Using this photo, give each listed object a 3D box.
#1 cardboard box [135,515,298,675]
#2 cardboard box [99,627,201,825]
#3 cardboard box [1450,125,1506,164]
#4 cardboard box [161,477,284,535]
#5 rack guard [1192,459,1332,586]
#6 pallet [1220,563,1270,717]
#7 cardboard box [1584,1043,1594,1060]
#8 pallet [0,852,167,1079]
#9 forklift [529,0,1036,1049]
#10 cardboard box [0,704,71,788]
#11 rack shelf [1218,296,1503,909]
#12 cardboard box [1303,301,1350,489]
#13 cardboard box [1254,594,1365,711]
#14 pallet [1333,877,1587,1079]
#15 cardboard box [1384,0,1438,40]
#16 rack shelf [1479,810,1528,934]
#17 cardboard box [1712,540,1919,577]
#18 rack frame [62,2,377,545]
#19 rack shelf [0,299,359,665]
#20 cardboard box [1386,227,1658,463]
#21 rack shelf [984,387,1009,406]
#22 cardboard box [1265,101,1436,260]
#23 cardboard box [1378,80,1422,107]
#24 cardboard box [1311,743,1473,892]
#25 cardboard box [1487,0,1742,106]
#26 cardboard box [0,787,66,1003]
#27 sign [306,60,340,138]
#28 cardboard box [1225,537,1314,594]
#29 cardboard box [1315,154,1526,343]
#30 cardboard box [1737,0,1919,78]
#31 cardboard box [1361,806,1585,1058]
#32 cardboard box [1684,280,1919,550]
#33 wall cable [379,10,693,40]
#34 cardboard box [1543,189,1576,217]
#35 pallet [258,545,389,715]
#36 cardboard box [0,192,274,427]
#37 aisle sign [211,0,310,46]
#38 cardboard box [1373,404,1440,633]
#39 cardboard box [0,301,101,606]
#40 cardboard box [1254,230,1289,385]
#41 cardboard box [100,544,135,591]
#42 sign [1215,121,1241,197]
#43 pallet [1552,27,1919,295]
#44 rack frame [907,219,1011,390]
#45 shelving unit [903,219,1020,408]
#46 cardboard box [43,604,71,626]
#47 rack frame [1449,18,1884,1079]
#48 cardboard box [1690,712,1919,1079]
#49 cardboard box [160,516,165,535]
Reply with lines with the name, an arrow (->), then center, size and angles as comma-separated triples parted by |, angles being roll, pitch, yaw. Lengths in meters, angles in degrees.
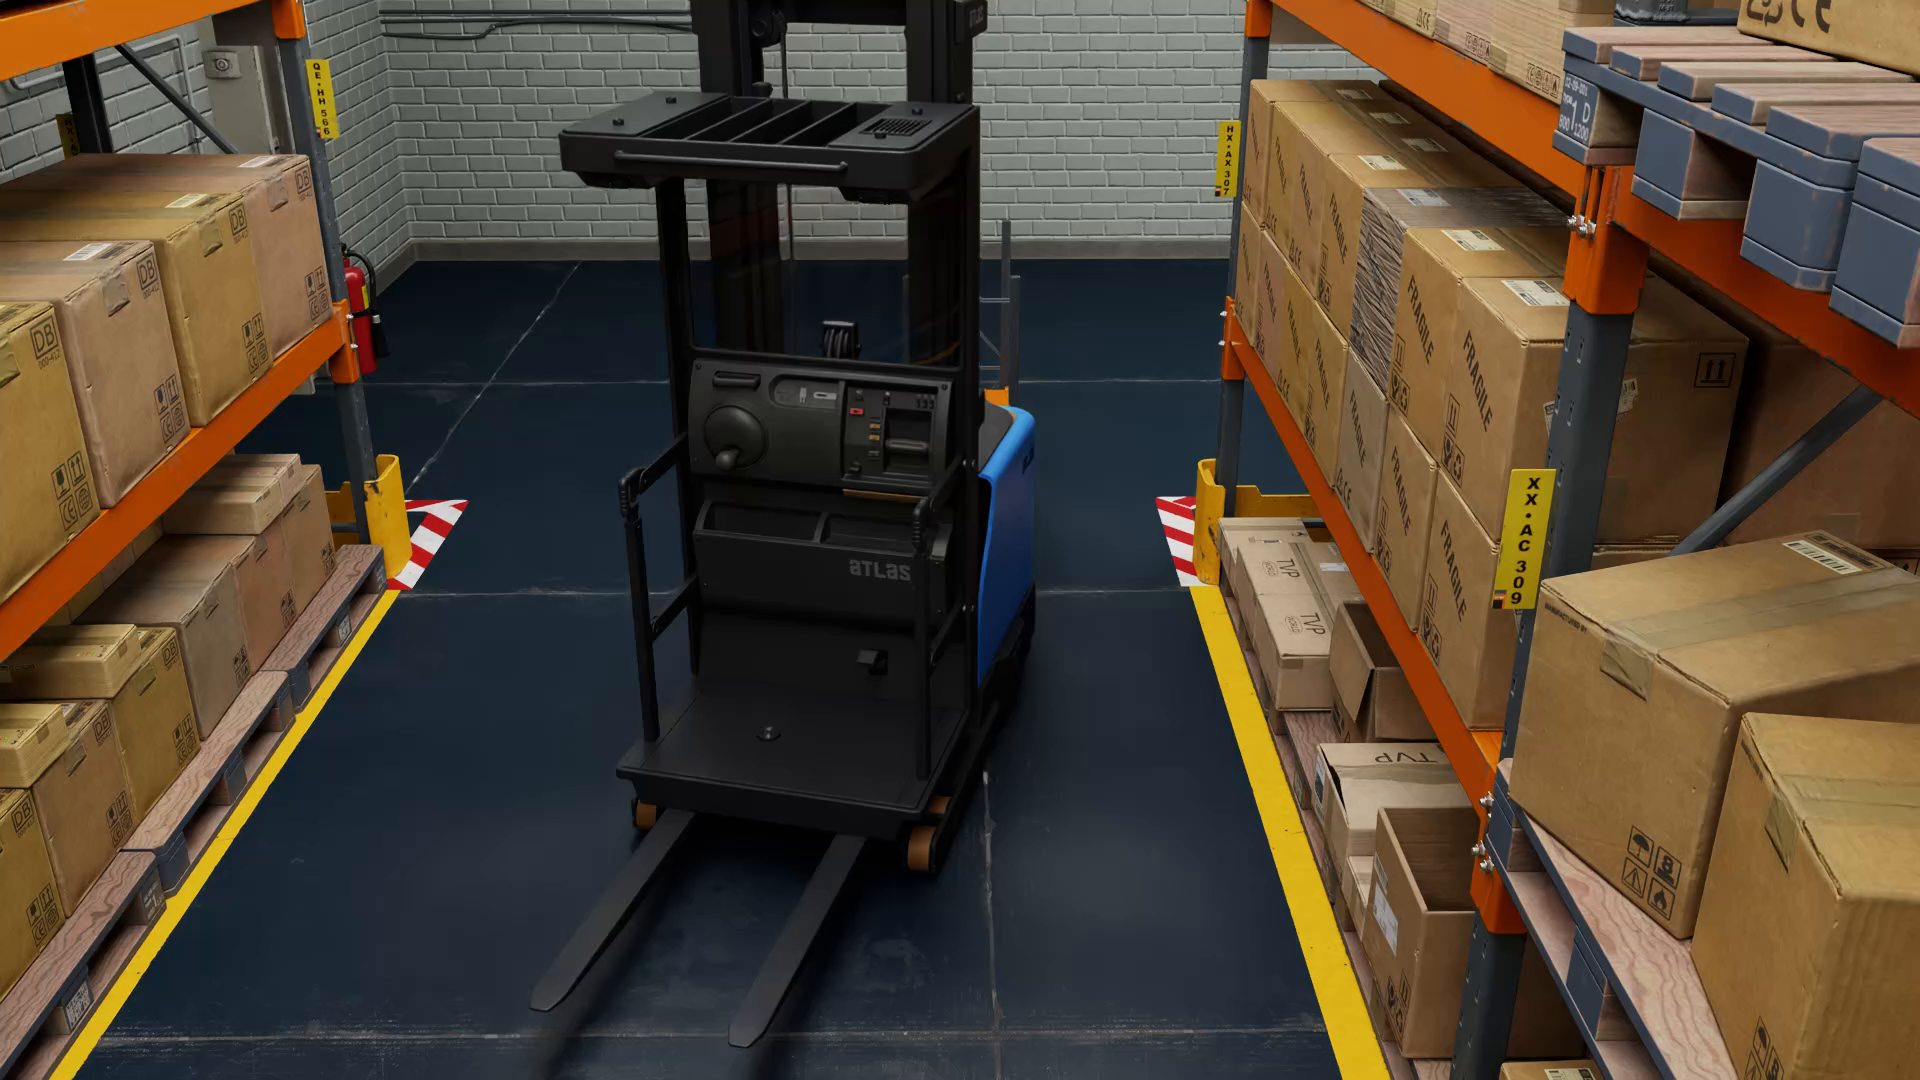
cardboard box -> -3.133, 0.207, 6.676 | 0.700, 0.500, 0.500 | 0, 24, -1
cardboard box -> -3.114, 0.634, 5.732 | 0.700, 0.500, 0.500 | 0, 24, 1
cardboard box -> 2.004, -1.156, 5.831 | 0.500, 0.500, 0.500 | 0, 24, 1
cardboard box -> -2.951, -0.137, 6.650 | 0.380, 0.149, 0.250 | 0, 24, 1
rack guard -> 1.708, -0.088, 7.839 | 1.175, 0.500, 0.348 | 0, 24, -1
pallet -> 1.718, 0.372, 7.172 | 1.003, 0.211, 1.213 | 0, 24, -1
cardboard box -> 1.963, 1.240, 4.597 | 0.500, 0.311, 0.500 | 0, 24, -1
pallet -> -3.132, 1.370, 4.964 | 1.003, 0.211, 1.213 | 0, 24, -1
forklift -> -0.536, -0.366, 5.501 | 1.130, 2.935, 3.031 | 6, 25, 13
cardboard box -> -2.929, 0.615, 4.987 | 0.380, 0.149, 0.250 | 1, 24, 1
rack shelf -> 1.729, -0.107, 5.719 | 1.077, 0.370, 4.000 | 0, 24, -1
cardboard box -> 1.466, -0.495, 5.583 | 0.500, 0.500, 0.500 | 0, 24, 0
cardboard box -> 1.441, 0.431, 6.460 | 0.500, 0.250, 0.500 | 0, 24, -1
pallet -> 1.744, 1.377, 4.949 | 1.003, 0.211, 1.213 | 0, 24, -1
cardboard box -> 1.471, -1.520, 4.513 | 0.500, 0.250, 0.500 | 0, 24, -1
rack shelf -> 1.773, 1.541, 2.075 | 1.077, 0.370, 4.000 | 0, 24, -1
cardboard box -> 2.018, 0.133, 4.195 | 0.500, 0.500, 0.500 | 0, 24, 1
rack frame -> -3.246, -1.235, 7.340 | 1.000, 3.000, 0.127 | 0, 24, -1
rack shelf -> -3.224, -0.083, 5.666 | 1.077, 0.370, 4.000 | 0, 24, -1
cardboard box -> 1.478, -0.530, 4.447 | 0.500, 0.500, 0.500 | -1, 24, -2
rack shelf -> 0.001, -0.484, 7.937 | 0.538, 0.185, 1.000 | 0, 24, -1
cardboard box -> 1.462, -1.360, 6.283 | 0.500, 0.500, 0.500 | 0, 24, 0
cardboard box -> 1.987, -1.578, 6.764 | 0.500, 0.500, 0.500 | 0, 24, -1
cardboard box -> 1.453, 0.872, 5.412 | 0.500, 0.311, 0.500 | 0, 24, -1
cardboard box -> 1.480, -1.108, 3.602 | 0.500, 0.250, 0.500 | 0, 24, -1
cardboard box -> -3.108, 1.052, 4.807 | 0.700, 0.500, 0.500 | 0, 24, 0
sign -> -2.703, -1.867, 7.046 | 0.100, 0.325, 0.005 | 0, 24, -1
cardboard box -> 1.371, 0.109, 7.274 | 0.380, 0.166, 0.250 | 0, 24, -1
cardboard box -> 1.469, -0.945, 5.365 | 0.500, 0.500, 0.500 | 0, 24, -1
cardboard box -> 1.683, -1.052, 2.543 | 0.600, 0.600, 0.600 | -3, 24, -6
cardboard box -> 1.461, 1.095, 4.689 | 0.500, 0.500, 0.500 | 0, 24, -1
cardboard box -> 2.027, -0.307, 3.954 | 0.500, 0.500, 0.500 | 0, 24, 1
wall cable -> -2.950, -4.886, 11.901 | 3.097, 2.526, 0.112 | 0, 24, -1
cardboard box -> 2.016, -0.731, 4.893 | 0.500, 0.500, 0.500 | -1, 24, -2
pallet -> -3.159, 0.365, 7.187 | 1.003, 0.211, 1.213 | 0, 24, -1
cardboard box -> -3.211, -0.862, 6.151 | 0.980, 0.700, 0.700 | 0, 24, -1
aisle sign -> -2.947, -2.450, 6.873 | 0.394, 0.787, 0.004 | 0, 24, -1
cardboard box -> 1.482, -0.073, 4.651 | 0.500, 0.500, 0.500 | 0, 24, 1
cardboard box -> -3.194, -0.248, 4.794 | 0.980, 0.700, 0.700 | -1, 24, -2
cardboard box -> 1.459, -0.908, 6.496 | 0.500, 0.500, 0.500 | 0, 24, -1
cardboard box -> -3.328, 0.071, 6.189 | 0.380, 0.149, 0.250 | 0, 24, 0
sign -> 1.165, -1.651, 7.209 | 0.100, 0.325, 0.005 | 0, 24, -1
pallet -> 1.688, -0.622, 2.574 | 1.213, 0.211, 1.003 | 0, 24, -1
rack frame -> -0.005, -0.858, 8.326 | 0.500, 1.500, 0.032 | 0, 24, -1
shelving unit -> 0.001, -0.652, 7.871 | 0.587, 1.500, 1.083 | 0, 24, -1
cardboard box -> -3.322, 0.281, 5.725 | 0.380, 0.149, 0.250 | -1, 24, -2
rack frame -> 1.751, 0.390, 3.749 | 1.000, 3.000, 0.127 | 0, 24, -1
cardboard box -> 1.603, 0.632, 2.582 | 0.700, 0.500, 0.500 | 4, 25, 8
cardboard box -> -3.333, -0.137, 6.649 | 0.380, 0.149, 0.250 | 0, 24, 0
